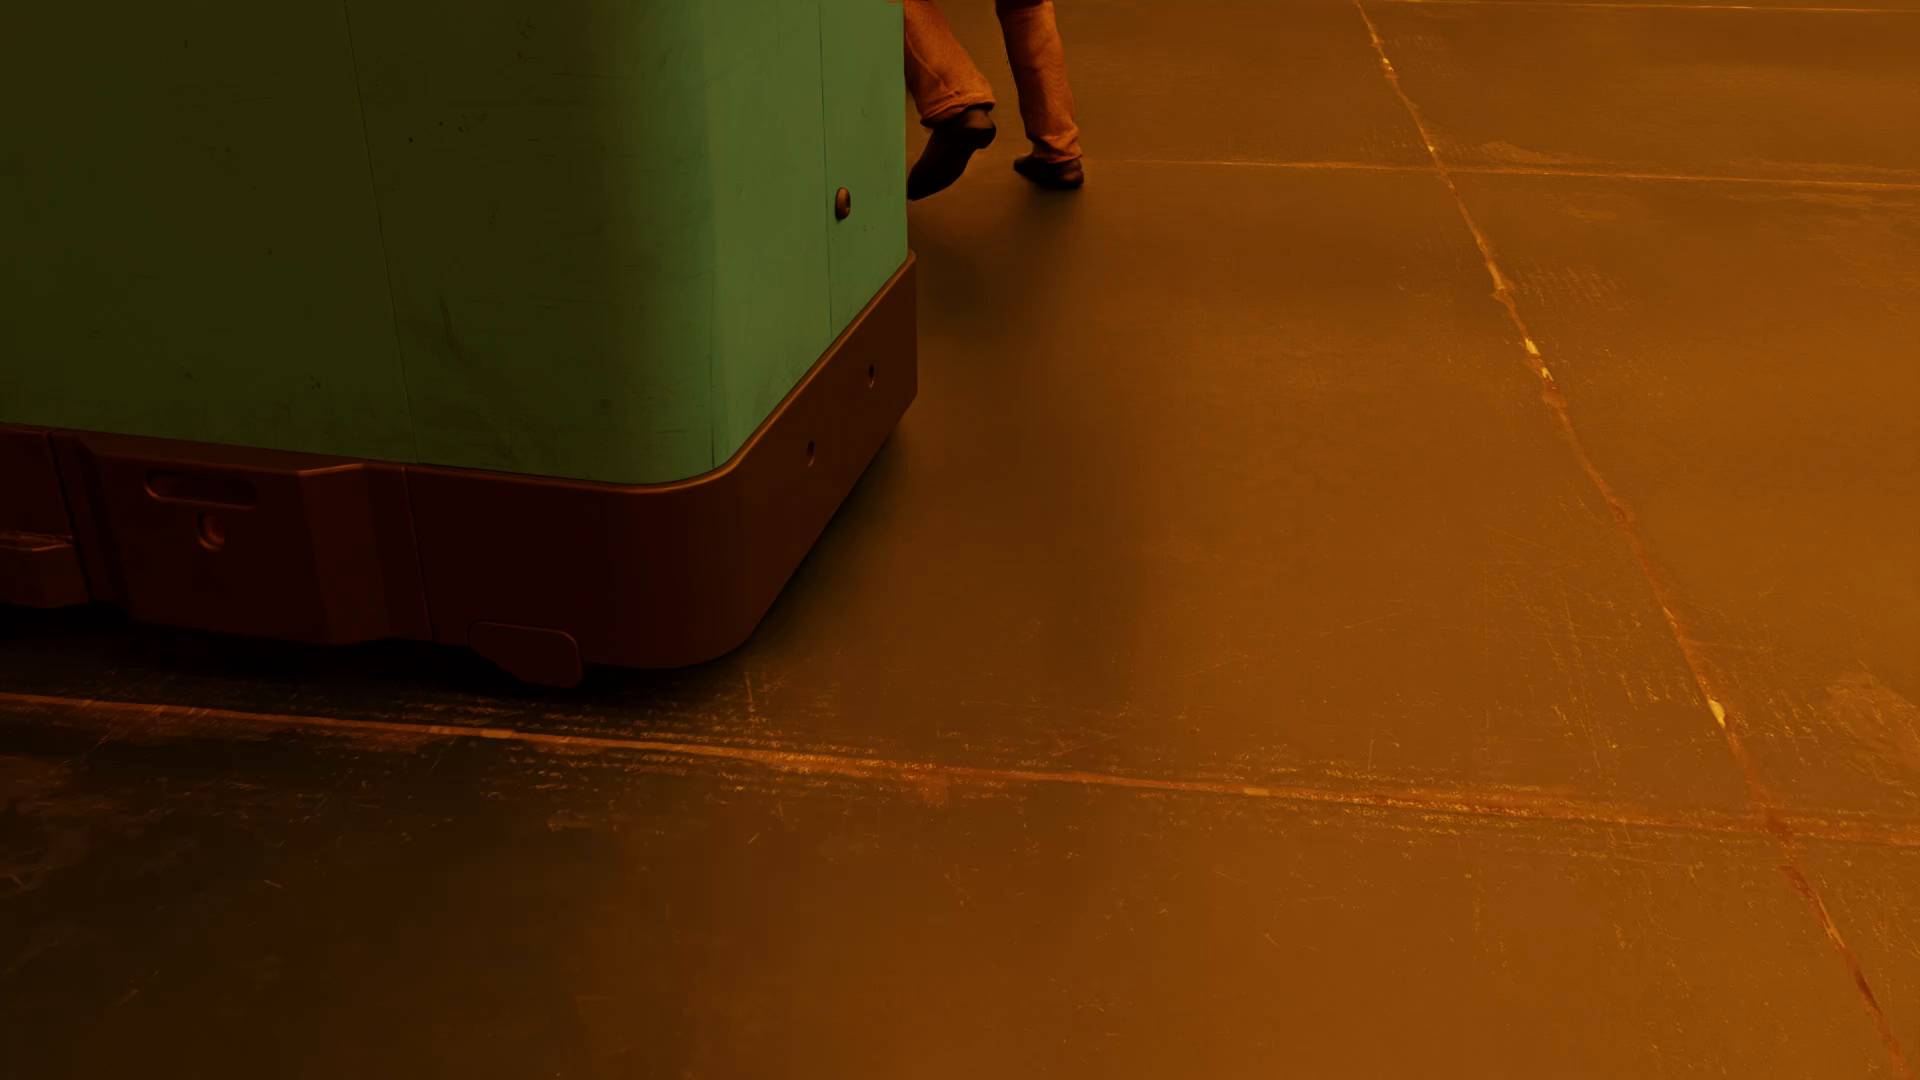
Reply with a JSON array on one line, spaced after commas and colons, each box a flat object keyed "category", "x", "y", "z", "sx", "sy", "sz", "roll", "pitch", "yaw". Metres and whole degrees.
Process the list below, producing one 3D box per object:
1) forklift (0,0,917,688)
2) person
[{"category": "forklift", "x": -1.646, "y": -1.461, "z": 2.144, "sx": 3.031, "sy": 2.935, "sz": 1.130, "roll": 6, "pitch": 27, "yaw": 12}, {"category": "person", "x": 0.110, "y": -1.603, "z": 3.946, "sx": 0.551, "sy": 1.614, "sz": 0.853, "roll": 23, "pitch": 35, "yaw": 38}]
